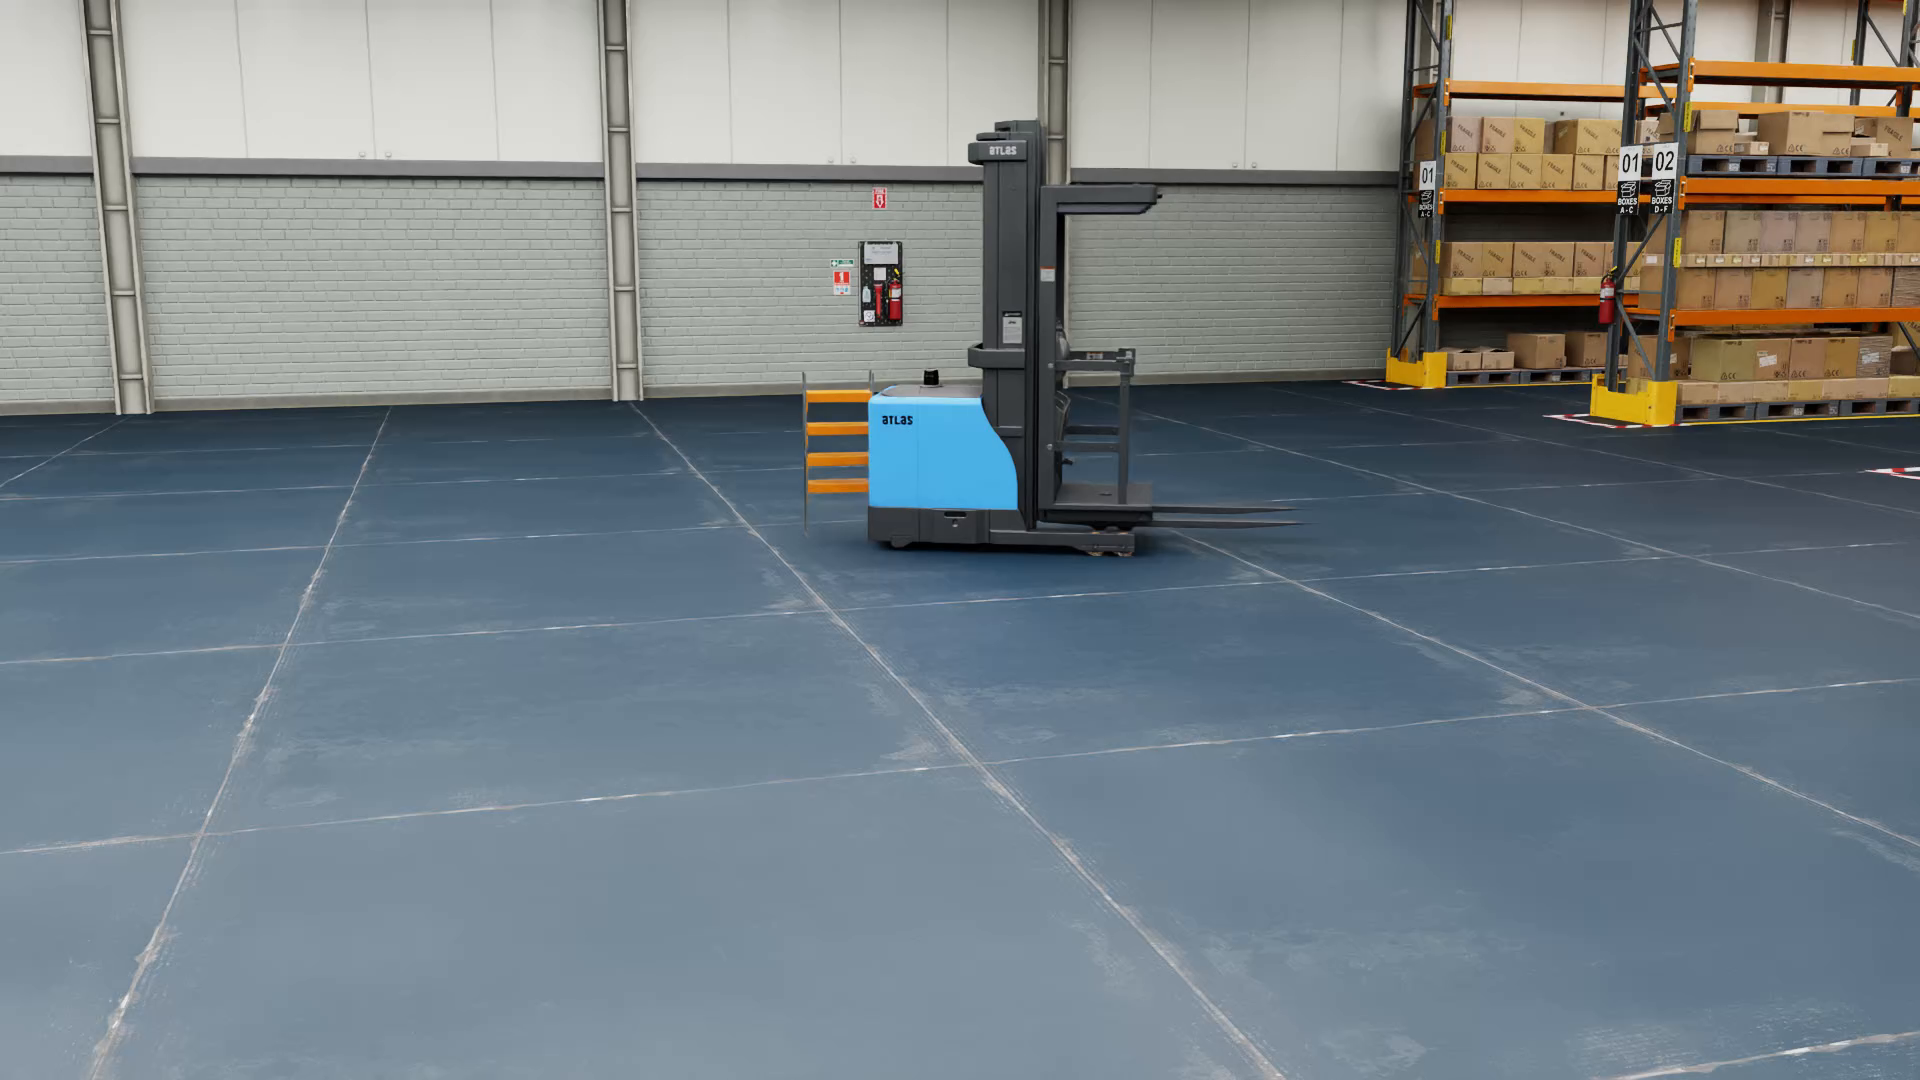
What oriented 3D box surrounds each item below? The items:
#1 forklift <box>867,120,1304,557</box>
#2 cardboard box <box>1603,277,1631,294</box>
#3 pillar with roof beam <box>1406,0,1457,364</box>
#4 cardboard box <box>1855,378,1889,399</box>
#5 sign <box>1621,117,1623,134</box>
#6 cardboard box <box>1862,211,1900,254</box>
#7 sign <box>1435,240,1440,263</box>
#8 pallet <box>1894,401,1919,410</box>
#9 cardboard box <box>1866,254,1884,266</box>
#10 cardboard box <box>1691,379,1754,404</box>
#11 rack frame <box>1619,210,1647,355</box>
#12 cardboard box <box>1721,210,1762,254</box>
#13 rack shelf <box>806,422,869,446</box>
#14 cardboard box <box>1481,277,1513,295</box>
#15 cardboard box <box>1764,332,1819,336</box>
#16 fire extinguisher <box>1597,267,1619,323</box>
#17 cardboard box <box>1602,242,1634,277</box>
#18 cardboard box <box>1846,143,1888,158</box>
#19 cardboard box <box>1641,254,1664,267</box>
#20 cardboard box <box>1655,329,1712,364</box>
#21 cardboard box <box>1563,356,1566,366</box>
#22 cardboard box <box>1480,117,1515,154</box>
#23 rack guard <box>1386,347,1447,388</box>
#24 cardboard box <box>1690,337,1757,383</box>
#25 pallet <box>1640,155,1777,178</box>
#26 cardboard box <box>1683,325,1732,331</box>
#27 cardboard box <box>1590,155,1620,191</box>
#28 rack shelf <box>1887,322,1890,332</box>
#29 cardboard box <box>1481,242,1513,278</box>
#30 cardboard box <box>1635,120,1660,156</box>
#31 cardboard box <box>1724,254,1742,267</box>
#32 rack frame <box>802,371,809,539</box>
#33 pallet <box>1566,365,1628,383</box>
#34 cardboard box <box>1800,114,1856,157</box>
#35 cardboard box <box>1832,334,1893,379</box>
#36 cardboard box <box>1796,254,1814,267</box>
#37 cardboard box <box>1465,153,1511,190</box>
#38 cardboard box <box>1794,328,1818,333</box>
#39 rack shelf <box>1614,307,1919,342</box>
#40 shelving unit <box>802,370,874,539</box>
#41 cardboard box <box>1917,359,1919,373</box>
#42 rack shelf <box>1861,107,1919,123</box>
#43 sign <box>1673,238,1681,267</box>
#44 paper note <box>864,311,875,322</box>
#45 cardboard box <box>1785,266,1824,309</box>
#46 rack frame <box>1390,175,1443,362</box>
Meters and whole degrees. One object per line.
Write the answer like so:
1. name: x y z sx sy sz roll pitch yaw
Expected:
1. forklift: 0.903 -1.429 11.711 3.031 2.935 1.130 1 10 6
2. cardboard box: 9.636 -3.812 24.827 0.500 0.250 0.500 -3 11 -16
3. pillar with roof beam: 8.279 -6.162 20.662 0.400 9.000 9.100 -3 11 -16
4. cardboard box: 11.008 -1.885 20.433 0.500 0.250 0.500 -3 11 -16
5. sign: 7.896 -4.880 19.756 0.005 0.325 0.100 -3 11 -16
6. cardboard box: 10.966 -3.753 20.289 0.500 0.500 0.700 -3 11 -16
7. sign: 6.798 -4.105 23.670 0.005 0.325 0.100 -3 11 -16
8. pallet: 12.571 -1.788 21.176 1.213 0.211 1.003 -3 11 -16
9. cardboard box: 10.933 -3.393 20.125 0.250 0.149 0.380 -3 11 -16
10. cardboard box: 9.090 -1.782 19.873 0.500 0.250 0.500 -3 11 -16
11. rack frame: 10.486 -3.976 25.360 0.127 3.000 1.000 -3 11 -16
12. cardboard box: 9.040 -3.652 19.738 0.500 0.500 0.700 -3 11 -17
13. rack shelf: -0.883 -0.781 12.111 0.480 0.148 0.258 -2 11 -8
14. cardboard box: 7.698 -3.708 24.263 0.500 0.250 0.500 -3 11 -18
15. cardboard box: 10.382 -2.319 20.720 0.500 0.500 0.500 -3 11 -16
16. fire extinguisher: 7.791 -2.950 19.997 0.183 0.674 0.296 -3 11 -16
17. cardboard box: 9.641 -4.177 24.740 0.500 0.500 0.500 -3 11 -16
18. cardboard box: 10.793 -4.634 19.795 0.250 0.149 0.380 -3 11 -16
19. cardboard box: 8.348 -3.334 19.801 0.250 0.149 0.380 -3 11 -17
20. cardboard box: 11.189 -3.003 25.765 0.500 0.500 0.700 -3 11 -14
21. cardboard box: 8.945 -2.713 25.158 0.250 0.149 0.380 -4 11 -21
22. cardboard box: 7.579 -5.794 23.855 0.500 0.500 0.500 -3 11 -17
23. rack guard: 6.719 -2.548 24.508 0.348 0.500 1.175 -3 11 -16
24. cardboard box: 9.091 -2.150 19.804 0.500 0.500 0.500 -3 11 -16
25. pallet: 8.720 -4.376 19.491 1.213 0.211 1.003 -3 11 -16
26. cardboard box: 11.610 -3.395 25.821 0.500 0.250 0.500 -3 11 -17
27. cardboard box: 9.582 -5.419 24.579 0.500 0.500 0.500 -4 11 -21
28. rack shelf: 13.795 -2.863 21.299 4.000 0.370 1.077 -3 11 -16
29. cardboard box: 7.666 -4.074 24.179 0.500 0.500 0.500 -3 11 -16
30. cardboard box: 10.081 -5.930 24.594 0.500 0.500 0.500 -4 11 -21
31. cardboard box: 8.964 -3.290 19.563 0.250 0.149 0.380 -3 11 -16
32. rack frame: -1.125 -0.621 12.104 0.015 1.200 0.240 -2 11 -8
33. pallet: 9.852 -2.565 25.395 1.213 0.211 1.003 -3 11 -16
34. cardboard box: 10.258 -4.855 20.019 0.637 0.503 0.797 -2 11 -10
35. cardboard box: 11.007 -2.254 20.367 0.500 0.500 0.500 -3 11 -16
36. cardboard box: 9.947 -3.341 19.843 0.250 0.149 0.380 -3 11 -15
37. cardboard box: 7.562 -5.302 23.948 0.500 0.500 0.500 -2 11 -12
38. cardboard box: 13.123 -3.114 26.368 0.500 0.500 0.700 -3 11 -16
39. rack shelf: 9.954 -2.660 20.199 4.000 0.370 1.077 -3 11 -16
40. shelving unit: -0.883 -0.627 12.139 0.503 1.200 0.258 -2 11 -8
41. cardboard box: 12.341 -2.223 20.722 0.500 0.311 0.500 -3 11 -16
42. rack shelf: 16.247 -6.680 26.568 4.000 0.370 1.077 -3 11 -16
43. sign: 8.183 -3.281 18.973 0.005 0.325 0.100 -3 11 -16
44. paper note: -1.257 -3.107 23.074 0.142 0.148 0.016 -3 11 -16
45. cardboard box: 9.971 -3.062 20.120 0.500 0.500 0.700 -3 11 -14
46. rack frame: 6.646 -3.774 24.261 0.127 3.000 1.000 -3 11 -16
